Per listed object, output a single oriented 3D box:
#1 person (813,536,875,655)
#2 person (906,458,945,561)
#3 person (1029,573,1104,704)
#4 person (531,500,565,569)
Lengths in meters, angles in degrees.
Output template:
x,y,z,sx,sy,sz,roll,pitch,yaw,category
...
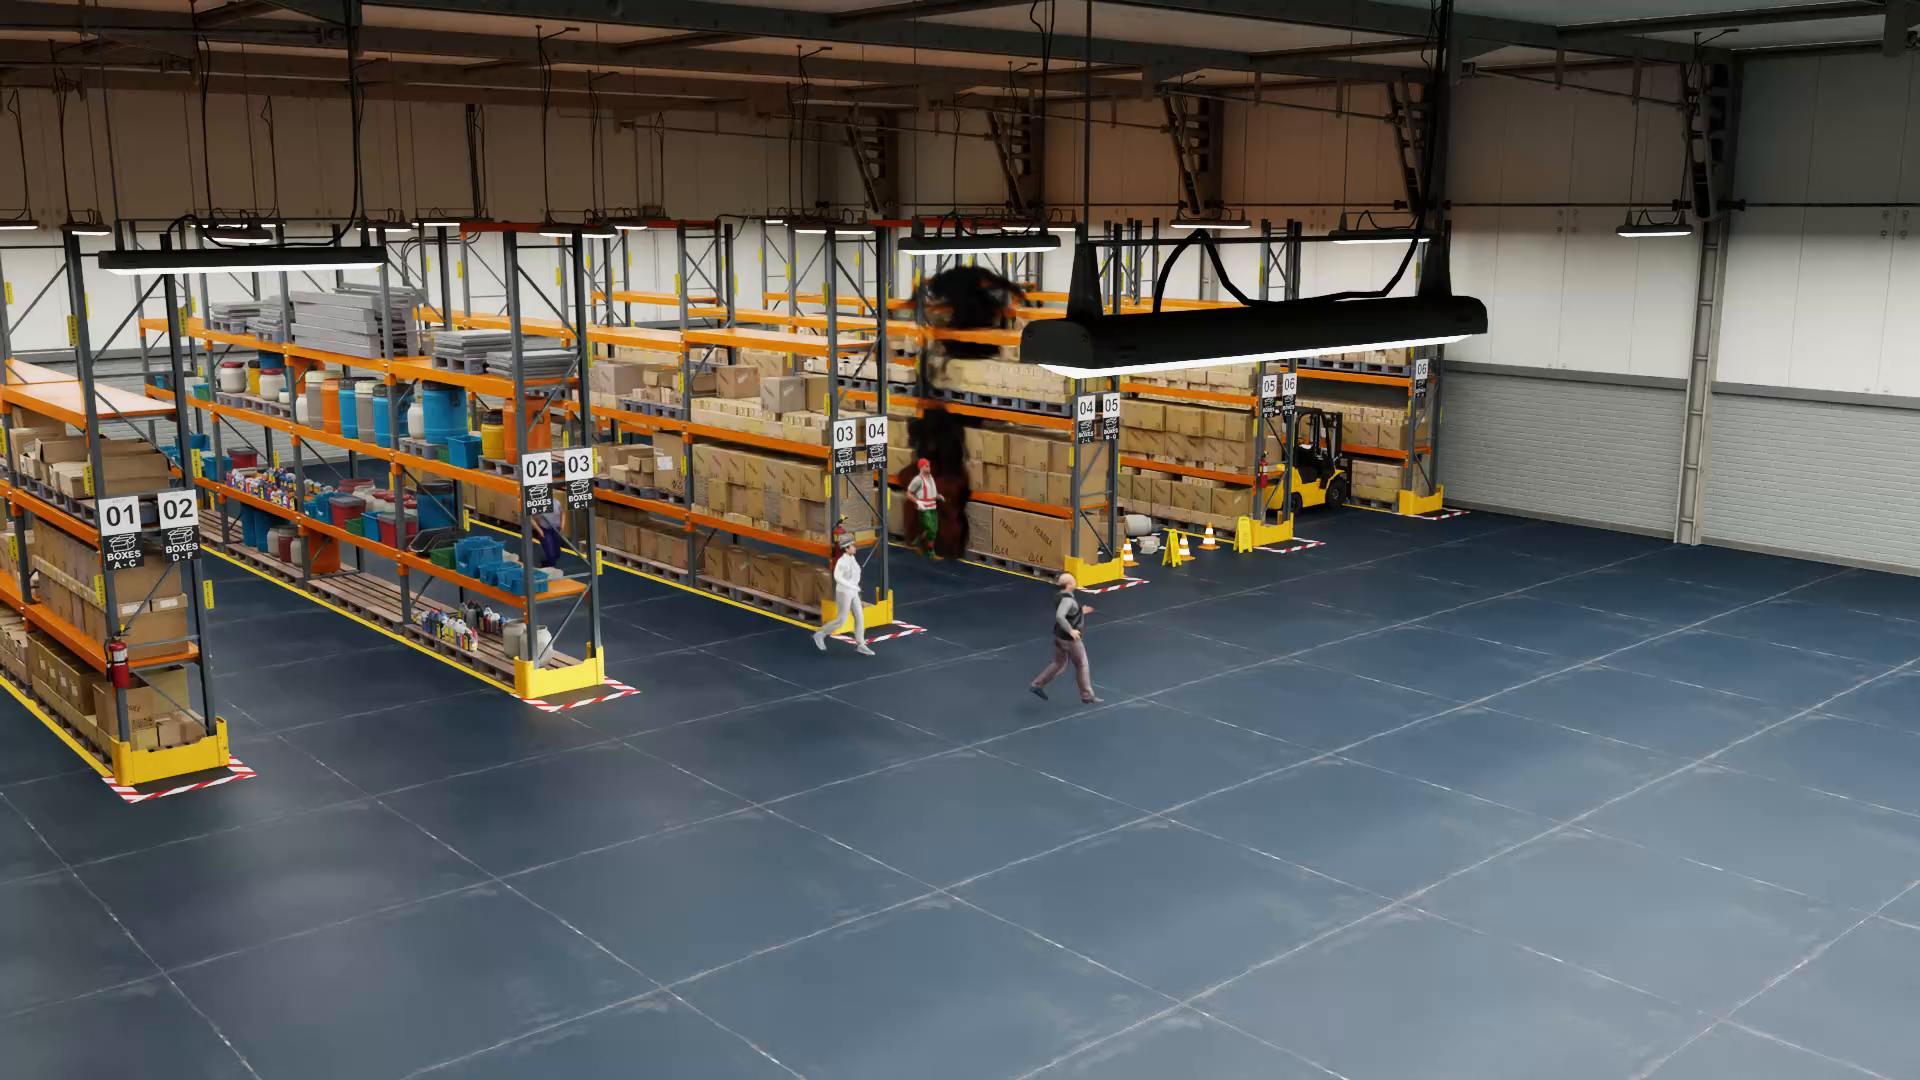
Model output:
x,y,z,sx,sy,sz,roll,pitch,yaw,category
-1.595,0.772,23.795,0.918,1.657,0.672,4,12,18,person
-0.587,-0.526,28.578,0.710,1.761,0.663,8,14,35,person
1.372,1.261,21.151,0.968,1.709,0.654,-4,12,-17,person
-6.997,-0.079,28.256,0.625,1.656,0.722,-9,14,-37,person
